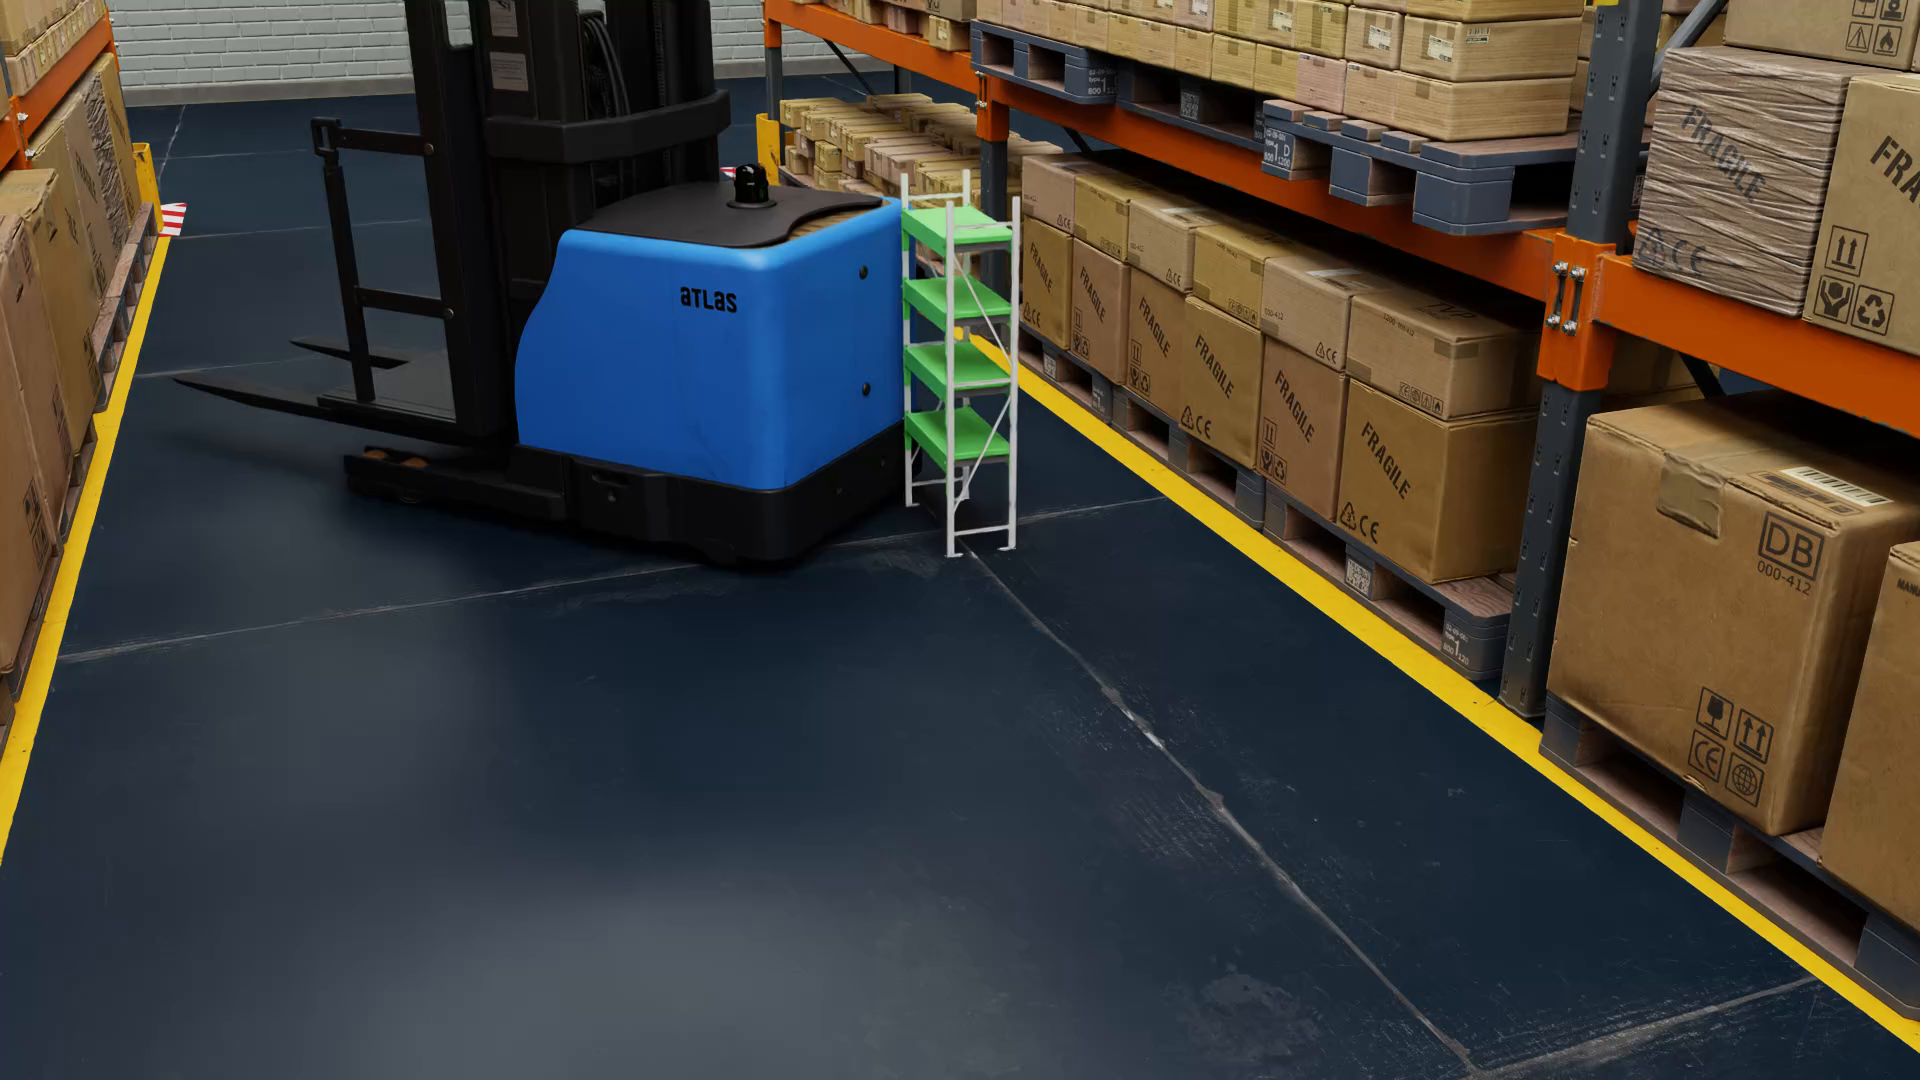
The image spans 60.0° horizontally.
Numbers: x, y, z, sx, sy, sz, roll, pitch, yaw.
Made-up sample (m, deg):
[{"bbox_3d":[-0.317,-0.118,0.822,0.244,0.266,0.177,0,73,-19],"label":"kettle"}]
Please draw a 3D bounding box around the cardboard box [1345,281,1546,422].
[{"bbox_3d":[1.511,-0.573,4.960,0.500,0.250,0.500,-9,24,-20],"label":"cardboard box"}]

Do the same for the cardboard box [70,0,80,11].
[{"bbox_3d":[-4.726,-2.795,8.331,0.500,0.250,0.500,-9,25,-21],"label":"cardboard box"}]

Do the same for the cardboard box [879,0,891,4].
[{"bbox_3d":[-0.207,-3.117,8.771,0.500,0.500,0.500,-8,24,-19],"label":"cardboard box"}]

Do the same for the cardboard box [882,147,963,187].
[{"bbox_3d":[-0.207,-2.042,9.097,0.380,0.149,0.250,-10,25,-22],"label":"cardboard box"}]

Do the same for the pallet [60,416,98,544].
[{"bbox_3d":[-3.748,-0.228,6.019,1.003,0.211,1.213,-8,24,-19],"label":"pallet"}]

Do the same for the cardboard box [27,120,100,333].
[{"bbox_3d":[-4.250,-1.248,7.045,0.875,0.875,0.875,-8,24,-19],"label":"cardboard box"}]

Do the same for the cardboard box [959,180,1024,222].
[{"bbox_3d":[0.215,-1.674,8.224,0.380,0.149,0.250,-8,24,-17],"label":"cardboard box"}]

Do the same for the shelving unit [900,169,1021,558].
[{"bbox_3d":[-0.005,-0.599,5.625,0.258,1.200,0.503,-7,24,-17],"label":"shelving unit"}]

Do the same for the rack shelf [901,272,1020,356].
[{"bbox_3d":[-0.005,-0.761,5.557,0.258,0.148,0.480,-7,24,-17],"label":"rack shelf"}]

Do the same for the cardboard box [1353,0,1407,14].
[{"bbox_3d":[1.309,-1.532,4.540,0.380,0.149,0.250,-9,24,-20],"label":"cardboard box"}]

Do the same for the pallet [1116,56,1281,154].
[{"bbox_3d":[1.260,-1.599,5.928,1.003,0.211,1.213,-8,24,-19],"label":"pallet"}]

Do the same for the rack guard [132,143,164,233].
[{"bbox_3d":[-5.513,-2.093,10.073,1.175,0.500,0.348,-8,24,-19],"label":"rack guard"}]

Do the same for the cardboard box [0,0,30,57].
[{"bbox_3d":[-4.012,-2.058,6.580,0.500,0.250,0.500,-9,24,-20],"label":"cardboard box"}]

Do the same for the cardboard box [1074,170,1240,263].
[{"bbox_3d":[0.789,-1.316,6.723,0.500,0.250,0.500,-8,24,-18],"label":"cardboard box"}]

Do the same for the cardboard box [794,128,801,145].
[{"bbox_3d":[-0.883,-2.672,10.973,0.380,0.149,0.250,-7,24,-17],"label":"cardboard box"}]

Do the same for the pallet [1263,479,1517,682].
[{"bbox_3d":[1.723,0.027,5.413,1.003,0.211,1.213,-8,24,-19],"label":"pallet"}]

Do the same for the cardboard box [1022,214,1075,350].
[{"bbox_3d":[0.598,-1.164,7.326,0.500,0.500,0.500,-7,24,-17],"label":"cardboard box"}]

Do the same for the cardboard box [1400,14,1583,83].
[{"bbox_3d":[1.397,-1.305,4.385,0.380,0.149,0.250,-8,24,-18],"label":"cardboard box"}]

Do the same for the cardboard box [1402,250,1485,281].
[{"bbox_3d":[1.801,-0.829,5.566,0.500,0.250,0.500,-9,24,-20],"label":"cardboard box"}]

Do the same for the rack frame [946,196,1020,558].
[{"bbox_3d":[0.073,-0.509,5.412,0.240,1.200,0.015,-7,24,-17],"label":"rack frame"}]

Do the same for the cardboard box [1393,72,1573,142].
[{"bbox_3d":[1.393,-1.167,4.440,0.380,0.149,0.250,-8,24,-18],"label":"cardboard box"}]

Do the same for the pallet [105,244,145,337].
[{"bbox_3d":[-4.721,-1.229,8.394,1.003,0.211,1.213,-8,24,-19],"label":"pallet"}]

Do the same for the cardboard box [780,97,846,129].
[{"bbox_3d":[-0.961,-2.797,10.889,0.380,0.149,0.250,-10,25,-21],"label":"cardboard box"}]

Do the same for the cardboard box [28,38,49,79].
[{"bbox_3d":[-4.071,-2.011,6.984,0.380,0.149,0.250,-8,24,-17],"label":"cardboard box"}]

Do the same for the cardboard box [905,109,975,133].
[{"bbox_3d":[-0.127,-2.598,10.416,0.380,0.149,0.250,-9,25,-21],"label":"cardboard box"}]

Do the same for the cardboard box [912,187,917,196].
[{"bbox_3d":[-0.039,-1.811,8.931,0.380,0.149,0.250,-8,24,-19],"label":"cardboard box"}]

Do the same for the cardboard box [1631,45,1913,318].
[{"bbox_3d":[1.904,-0.819,3.703,0.500,0.500,0.500,-8,24,-18],"label":"cardboard box"}]

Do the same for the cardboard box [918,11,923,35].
[{"bbox_3d":[0.006,-2.670,8.546,0.380,0.149,0.250,-9,24,-20],"label":"cardboard box"}]

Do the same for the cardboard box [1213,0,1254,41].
[{"bbox_3d":[1.032,-1.679,5.271,0.380,0.149,0.250,-9,24,-19],"label":"cardboard box"}]

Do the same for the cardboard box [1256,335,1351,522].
[{"bbox_3d":[1.341,-0.408,5.533,0.500,0.500,0.500,-7,24,-17],"label":"cardboard box"}]

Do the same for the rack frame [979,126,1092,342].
[{"bbox_3d":[0.585,-2.427,7.646,1.000,3.000,0.127,-8,24,-19],"label":"rack frame"}]

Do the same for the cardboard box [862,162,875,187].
[{"bbox_3d":[-0.364,-2.203,9.862,0.380,0.149,0.250,-7,24,-16],"label":"cardboard box"}]

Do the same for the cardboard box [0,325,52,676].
[{"bbox_3d":[-3.210,-0.123,4.374,1.225,0.875,0.875,-8,24,-19],"label":"cardboard box"}]

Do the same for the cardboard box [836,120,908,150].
[{"bbox_3d":[-0.528,-2.424,10.002,0.380,0.149,0.250,-7,24,-17],"label":"cardboard box"}]

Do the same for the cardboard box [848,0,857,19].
[{"bbox_3d":[-0.422,-3.042,9.429,0.380,0.149,0.250,-7,24,-17],"label":"cardboard box"}]

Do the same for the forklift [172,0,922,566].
[{"bbox_3d":[-1.691,-1.650,5.892,3.031,2.935,1.130,11,25,25],"label":"forklift"}]

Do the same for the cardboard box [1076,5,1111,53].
[{"bbox_3d":[0.660,-1.923,6.234,0.380,0.149,0.250,-9,25,-21],"label":"cardboard box"}]

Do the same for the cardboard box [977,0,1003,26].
[{"bbox_3d":[0.293,-2.298,7.124,0.380,0.149,0.250,-10,25,-22],"label":"cardboard box"}]

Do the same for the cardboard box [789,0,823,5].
[{"bbox_3d":[-0.847,-3.410,10.302,0.380,0.149,0.250,-9,24,-20],"label":"cardboard box"}]

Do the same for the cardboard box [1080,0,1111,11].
[{"bbox_3d":[0.668,-2.056,6.165,0.380,0.149,0.250,-7,24,-17],"label":"cardboard box"}]

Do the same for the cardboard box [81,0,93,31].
[{"bbox_3d":[-4.802,-2.760,8.759,0.380,0.149,0.250,-8,24,-18],"label":"cardboard box"}]

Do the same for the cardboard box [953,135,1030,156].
[{"bbox_3d":[0.179,-2.211,9.497,0.380,0.149,0.250,-9,25,-21],"label":"cardboard box"}]

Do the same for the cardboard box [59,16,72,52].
[{"bbox_3d":[-4.437,-2.387,7.874,0.380,0.149,0.250,-9,25,-21],"label":"cardboard box"}]

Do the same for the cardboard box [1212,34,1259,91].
[{"bbox_3d":[1.035,-1.540,5.324,0.380,0.149,0.250,-9,25,-21],"label":"cardboard box"}]

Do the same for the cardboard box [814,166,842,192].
[{"bbox_3d":[-0.692,-2.245,10.344,0.380,0.149,0.250,-8,24,-18],"label":"cardboard box"}]

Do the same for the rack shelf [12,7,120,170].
[{"bbox_3d":[-4.798,-2.178,7.982,1.077,0.370,4.000,-8,24,-19],"label":"rack shelf"}]
